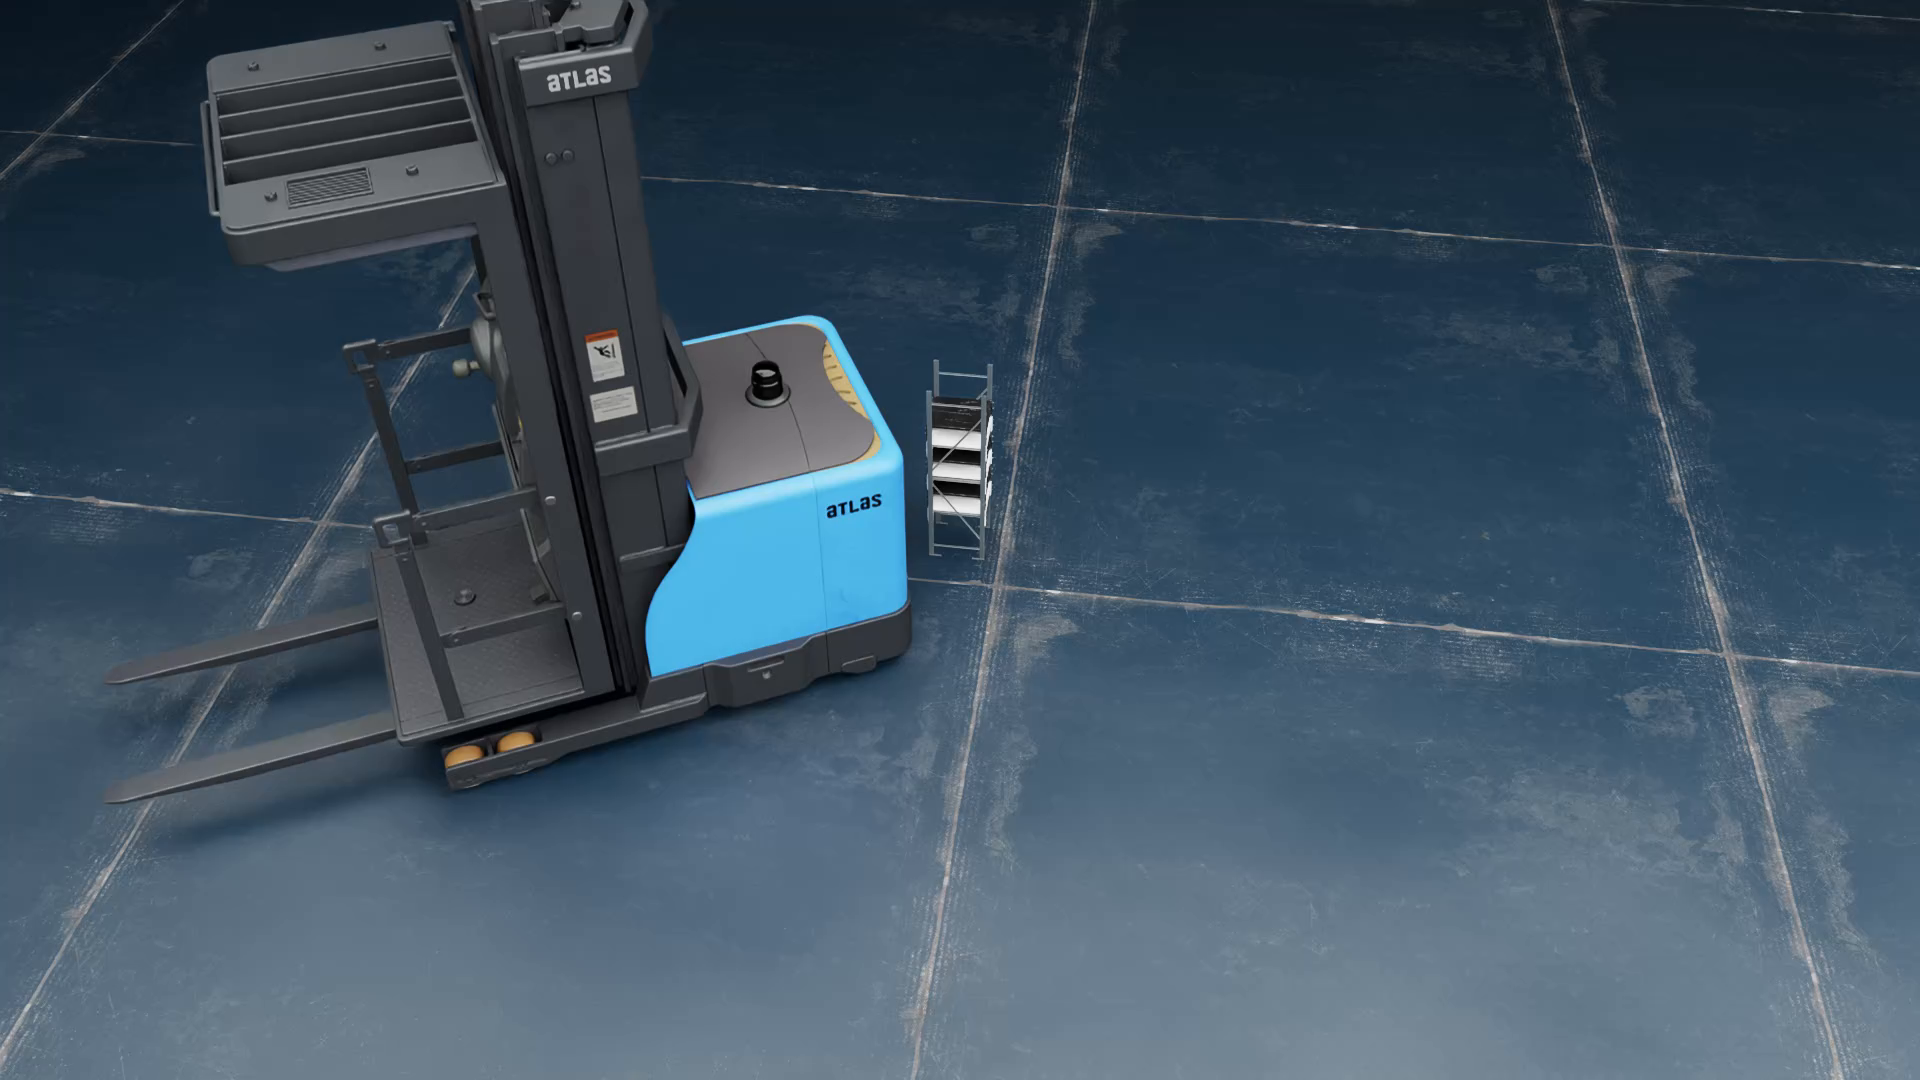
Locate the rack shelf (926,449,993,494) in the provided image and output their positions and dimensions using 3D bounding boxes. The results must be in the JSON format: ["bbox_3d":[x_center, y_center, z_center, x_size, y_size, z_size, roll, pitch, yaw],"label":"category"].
[{"bbox_3d":[-0.001,-0.297,6.980,0.258,0.077,0.200,5,44,6],"label":"rack shelf"}]

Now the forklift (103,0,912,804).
[{"bbox_3d":[-1.766,-0.541,5.712,3.031,2.935,1.130,-14,45,-15],"label":"forklift"}]

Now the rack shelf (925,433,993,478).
[{"bbox_3d":[-0.001,-0.362,6.918,0.258,0.077,0.200,5,44,6],"label":"rack shelf"}]

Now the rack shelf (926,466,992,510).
[{"bbox_3d":[-0.001,-0.232,7.042,0.258,0.077,0.200,5,44,6],"label":"rack shelf"}]

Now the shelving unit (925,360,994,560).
[{"bbox_3d":[-0.001,-0.321,6.957,0.258,0.900,0.210,5,44,6],"label":"shelving unit"}]

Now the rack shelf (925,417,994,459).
[{"bbox_3d":[-0.001,-0.428,6.856,0.258,0.077,0.200,5,44,6],"label":"rack shelf"}]

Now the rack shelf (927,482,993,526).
[{"bbox_3d":[-0.001,-0.166,7.104,0.258,0.077,0.200,5,44,6],"label":"rack shelf"}]

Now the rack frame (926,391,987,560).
[{"bbox_3d":[-0.015,-0.252,6.884,0.240,0.900,0.006,5,44,6],"label":"rack frame"}]

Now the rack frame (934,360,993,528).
[{"bbox_3d":[0.012,-0.391,7.030,0.240,0.900,0.006,5,44,6],"label":"rack frame"}]

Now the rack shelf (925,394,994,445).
[{"bbox_3d":[-0.001,-0.493,6.794,0.258,0.077,0.200,5,44,6],"label":"rack shelf"}]
